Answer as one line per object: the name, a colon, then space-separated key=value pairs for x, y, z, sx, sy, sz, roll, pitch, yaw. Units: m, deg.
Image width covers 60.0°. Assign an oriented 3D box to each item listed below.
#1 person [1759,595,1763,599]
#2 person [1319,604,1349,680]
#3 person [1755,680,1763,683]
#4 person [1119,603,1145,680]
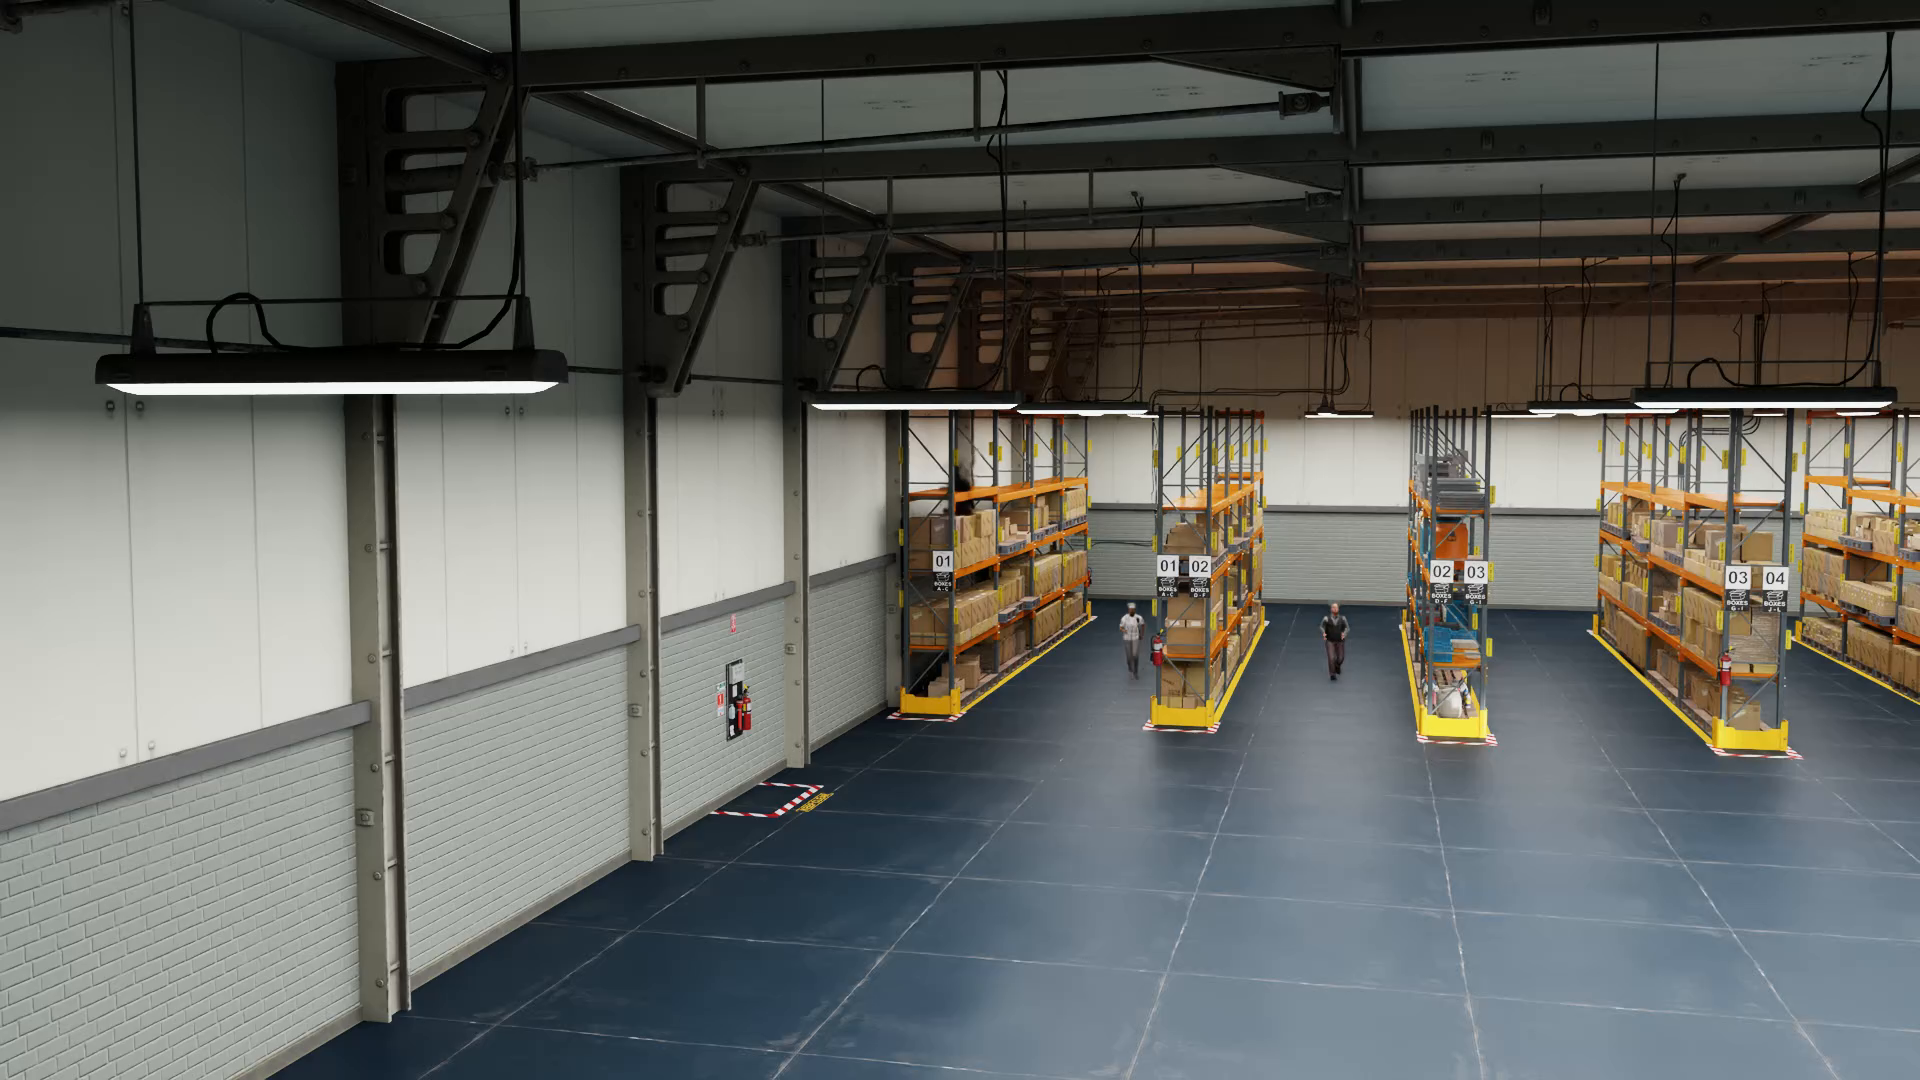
person: x=20.654 y=1.726 z=43.667 sx=0.823 sy=1.807 sz=0.772 roll=-3 pitch=5 yaw=-38
person: x=8.282 y=2.246 z=36.807 sx=0.660 sy=1.674 sz=0.626 roll=1 pitch=4 yaw=8
person: x=17.519 y=2.212 z=36.467 sx=0.723 sy=1.751 sz=0.959 roll=1 pitch=4 yaw=15
person: x=3.805 y=2.252 z=36.869 sx=0.566 sy=1.746 sz=0.727 roll=1 pitch=4 yaw=11
